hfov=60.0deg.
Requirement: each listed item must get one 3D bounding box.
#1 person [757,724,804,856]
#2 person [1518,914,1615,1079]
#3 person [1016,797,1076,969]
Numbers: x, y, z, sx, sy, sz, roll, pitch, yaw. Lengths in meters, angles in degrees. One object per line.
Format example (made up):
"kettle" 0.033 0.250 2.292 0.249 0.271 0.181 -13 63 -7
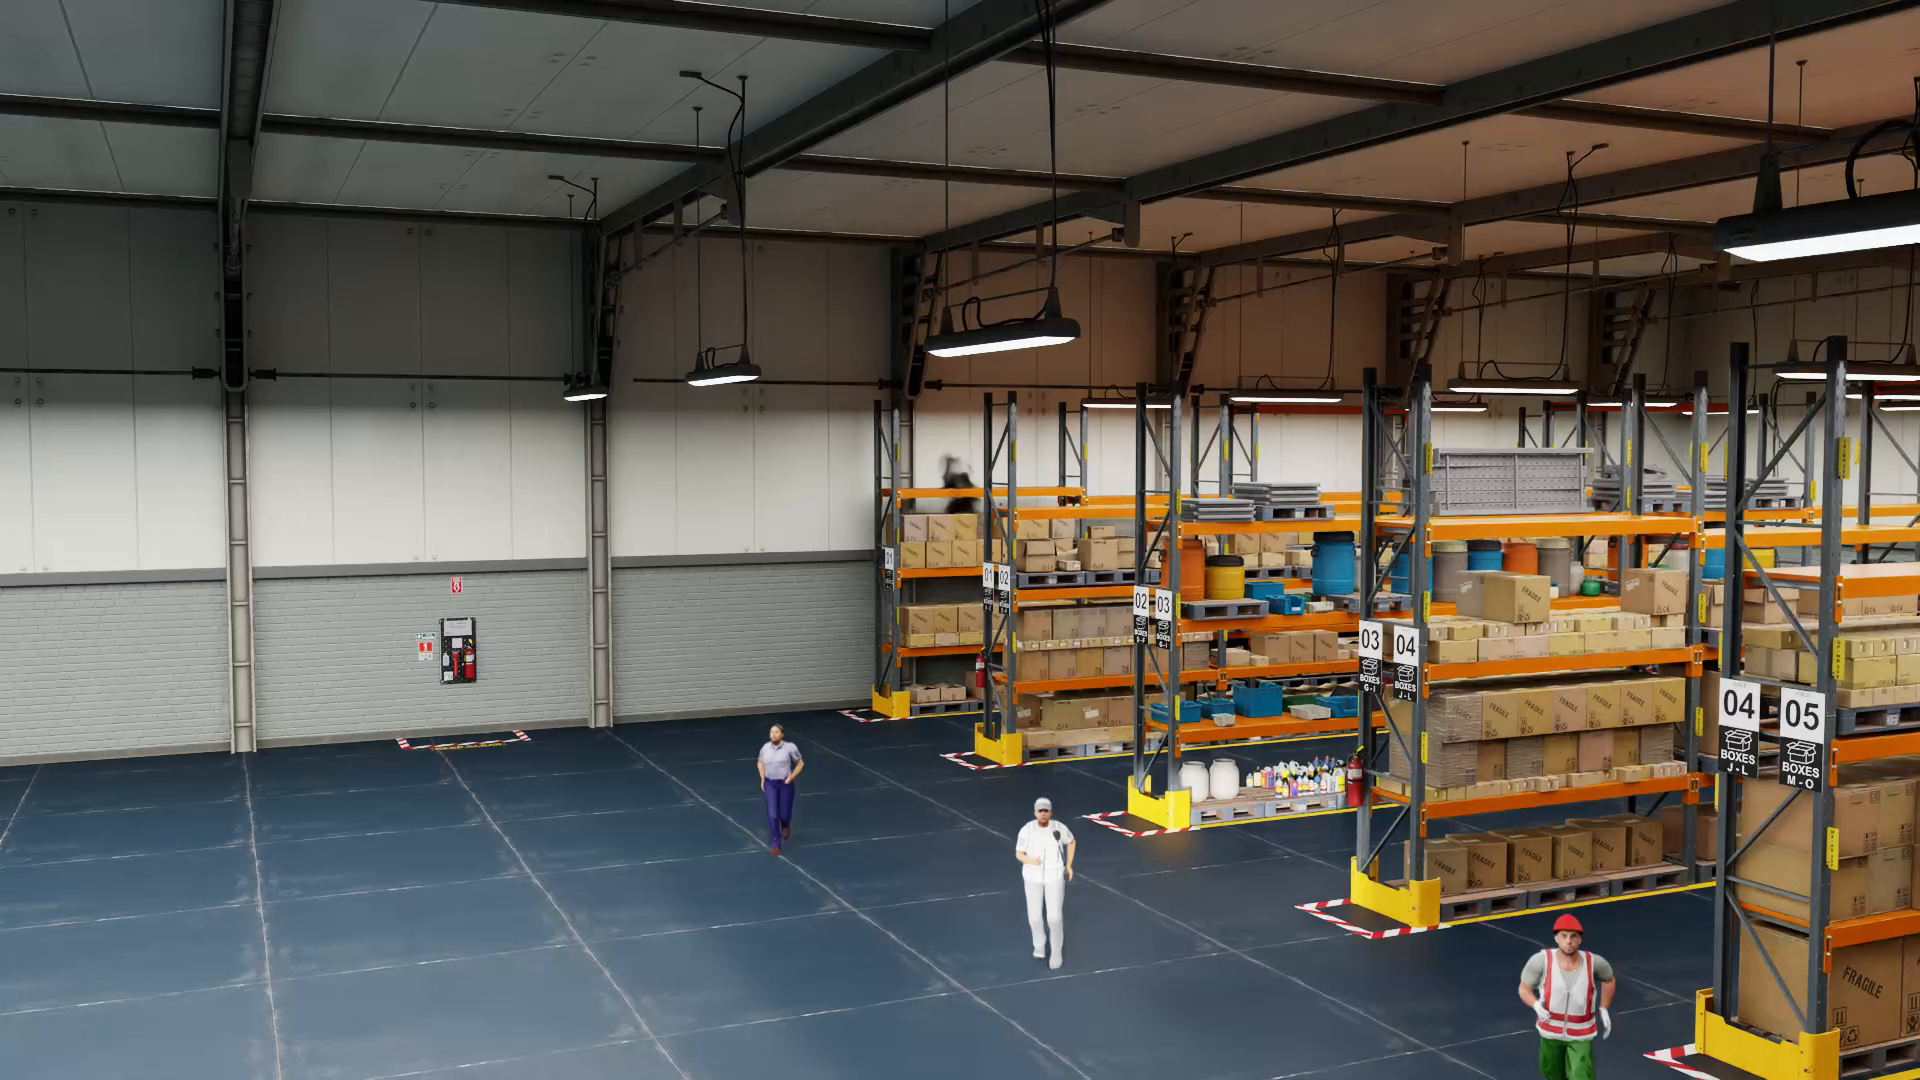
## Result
"person" -2.284 3.141 21.100 0.602 1.634 0.668 0 3 4
"person" 4.332 3.590 11.922 0.638 1.847 0.772 2 4 24
"person" 0.840 3.384 16.425 0.578 1.685 0.688 0 3 7
